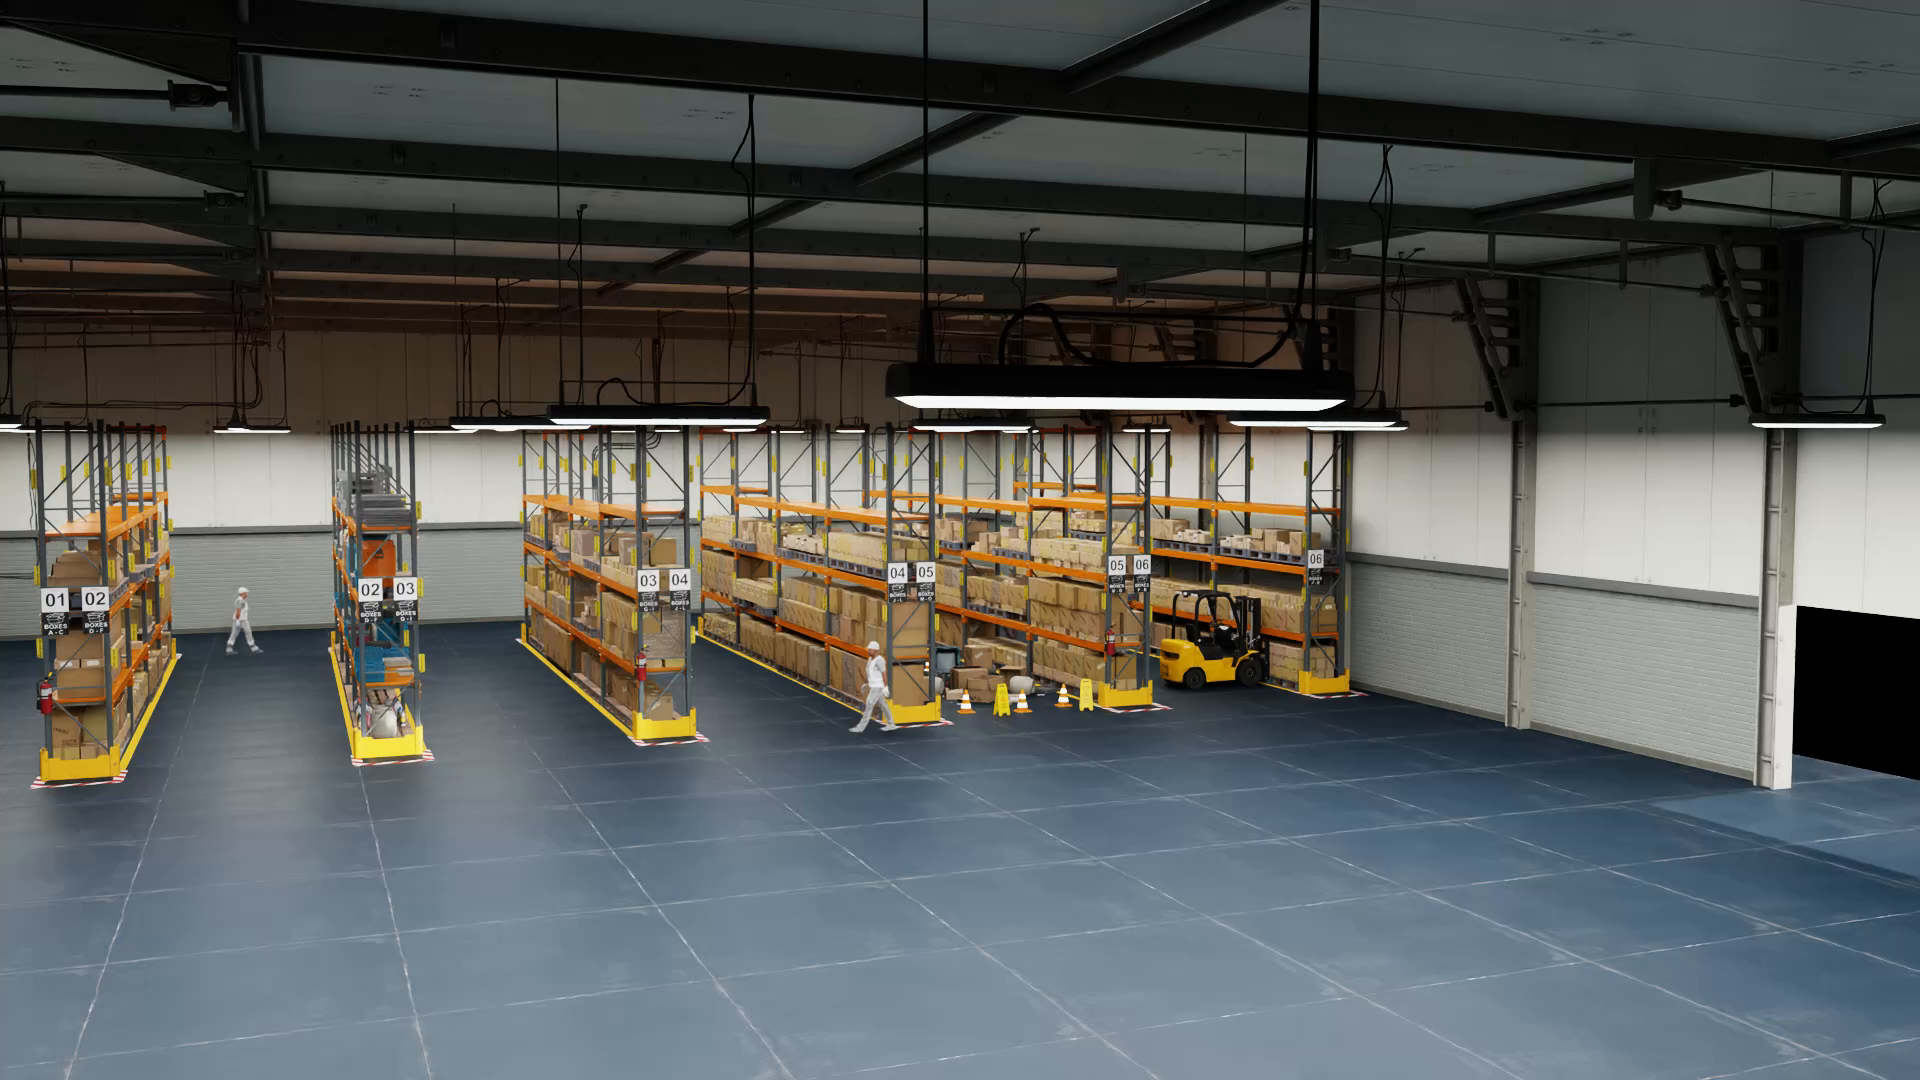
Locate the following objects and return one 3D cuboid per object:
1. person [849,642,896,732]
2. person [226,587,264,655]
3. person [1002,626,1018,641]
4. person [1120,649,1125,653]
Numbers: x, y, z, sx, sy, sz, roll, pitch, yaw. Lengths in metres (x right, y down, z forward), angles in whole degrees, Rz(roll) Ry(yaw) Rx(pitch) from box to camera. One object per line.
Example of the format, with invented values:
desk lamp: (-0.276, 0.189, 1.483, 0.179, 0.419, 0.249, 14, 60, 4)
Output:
person: (-1.707, 2.822, 32.004, 0.971, 1.733, 0.593, -1, 4, -16)
person: (-18.787, 2.110, 43.557, 0.526, 1.741, 0.926, 3, 5, 41)
person: (1.434, 1.993, 46.189, 0.383, 1.754, 0.567, 3, 5, 39)
person: (4.052, 2.207, 43.200, 0.483, 1.717, 0.667, -3, 4, -37)
